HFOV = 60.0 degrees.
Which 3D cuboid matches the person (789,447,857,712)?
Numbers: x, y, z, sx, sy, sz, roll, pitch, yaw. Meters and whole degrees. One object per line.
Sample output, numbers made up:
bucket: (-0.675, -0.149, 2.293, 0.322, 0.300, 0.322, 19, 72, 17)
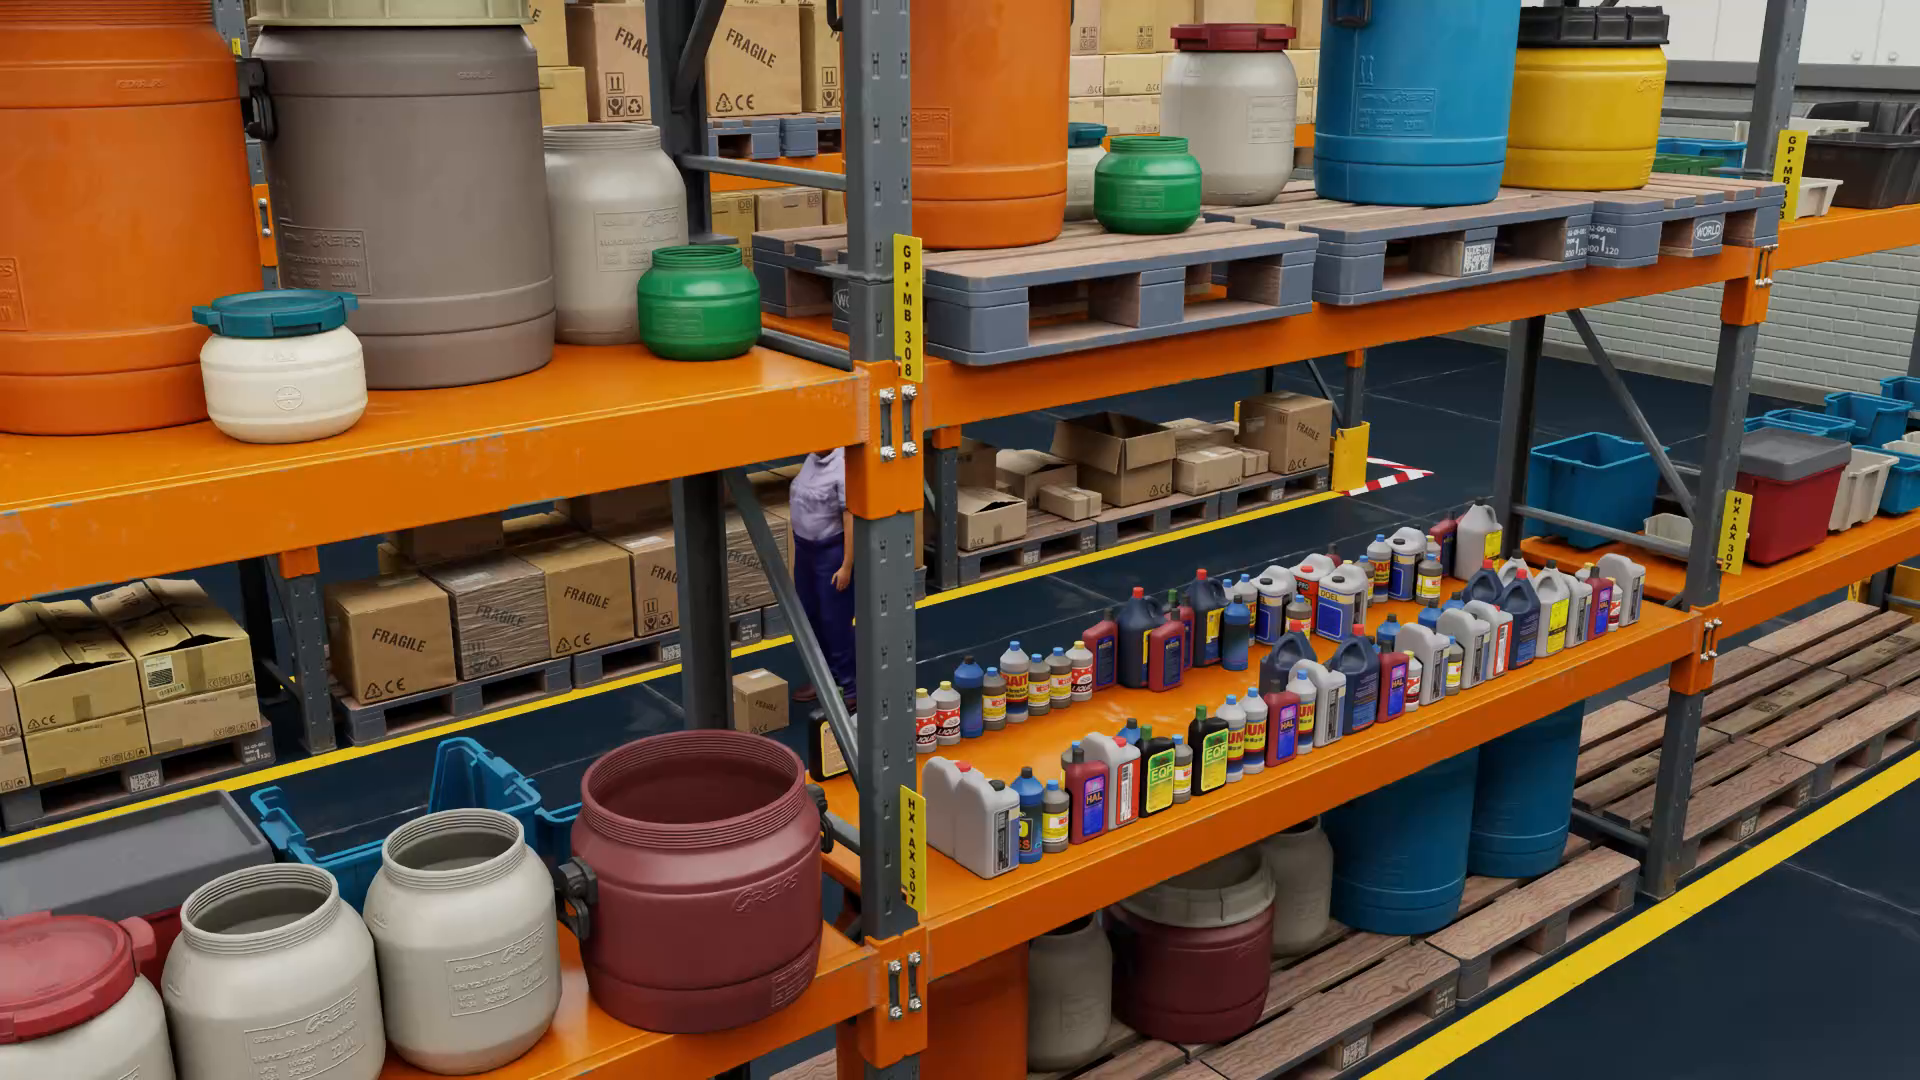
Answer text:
person: (-0.692, 0.107, 8.756, 0.342, 1.646, 0.469, -13, 22, -35)
